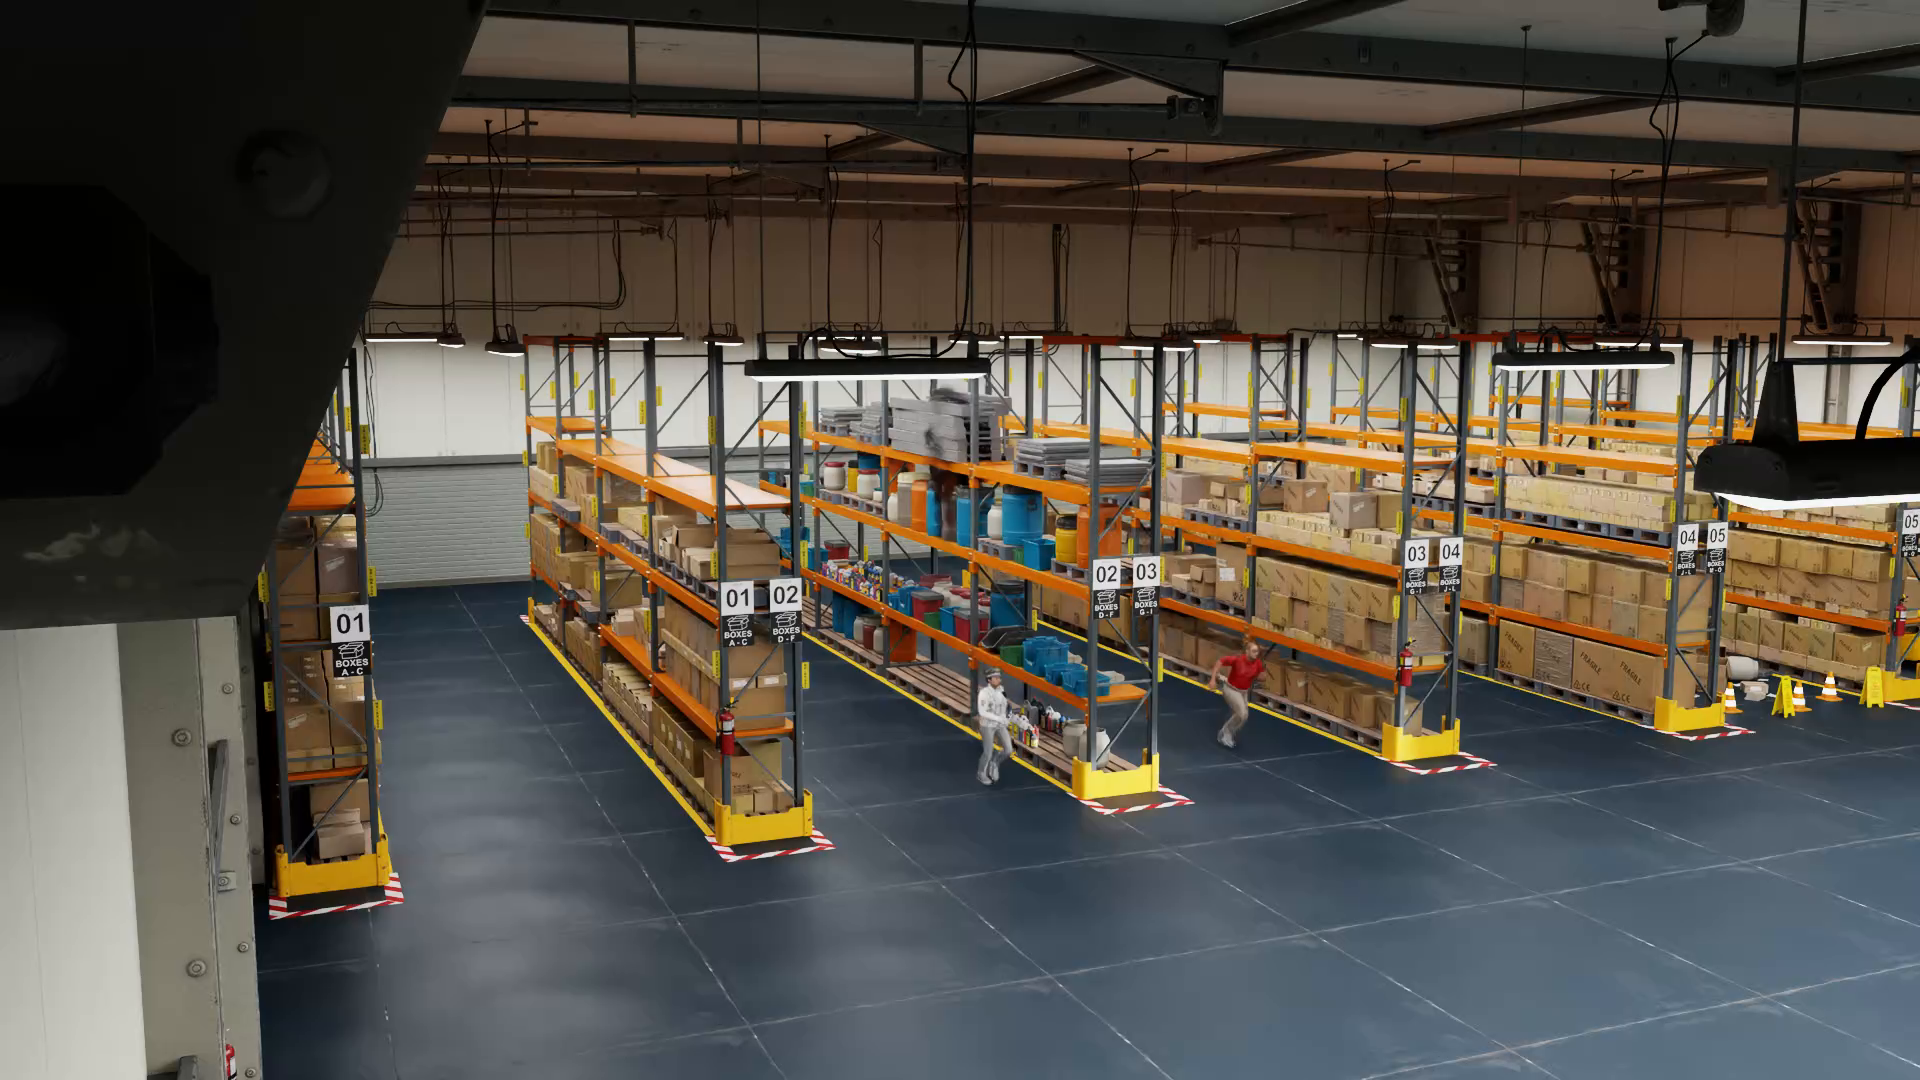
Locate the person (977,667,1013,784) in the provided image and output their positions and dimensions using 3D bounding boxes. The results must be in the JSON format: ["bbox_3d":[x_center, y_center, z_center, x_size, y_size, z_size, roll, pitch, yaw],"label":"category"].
[{"bbox_3d":[0.480,2.517,22.511,0.584,1.648,0.691,-6,10,-37],"label":"person"}]

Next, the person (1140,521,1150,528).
[{"bbox_3d":[4.318,0.386,38.667,0.617,1.660,0.556,-3,8,-21],"label":"person"}]

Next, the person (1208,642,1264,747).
[{"bbox_3d":[4.137,2.289,24.656,0.727,1.610,0.827,-6,10,-37],"label":"person"}]

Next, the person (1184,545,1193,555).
[{"bbox_3d":[4.562,0.967,33.792,0.695,1.763,0.991,-4,9,-29],"label":"person"}]
